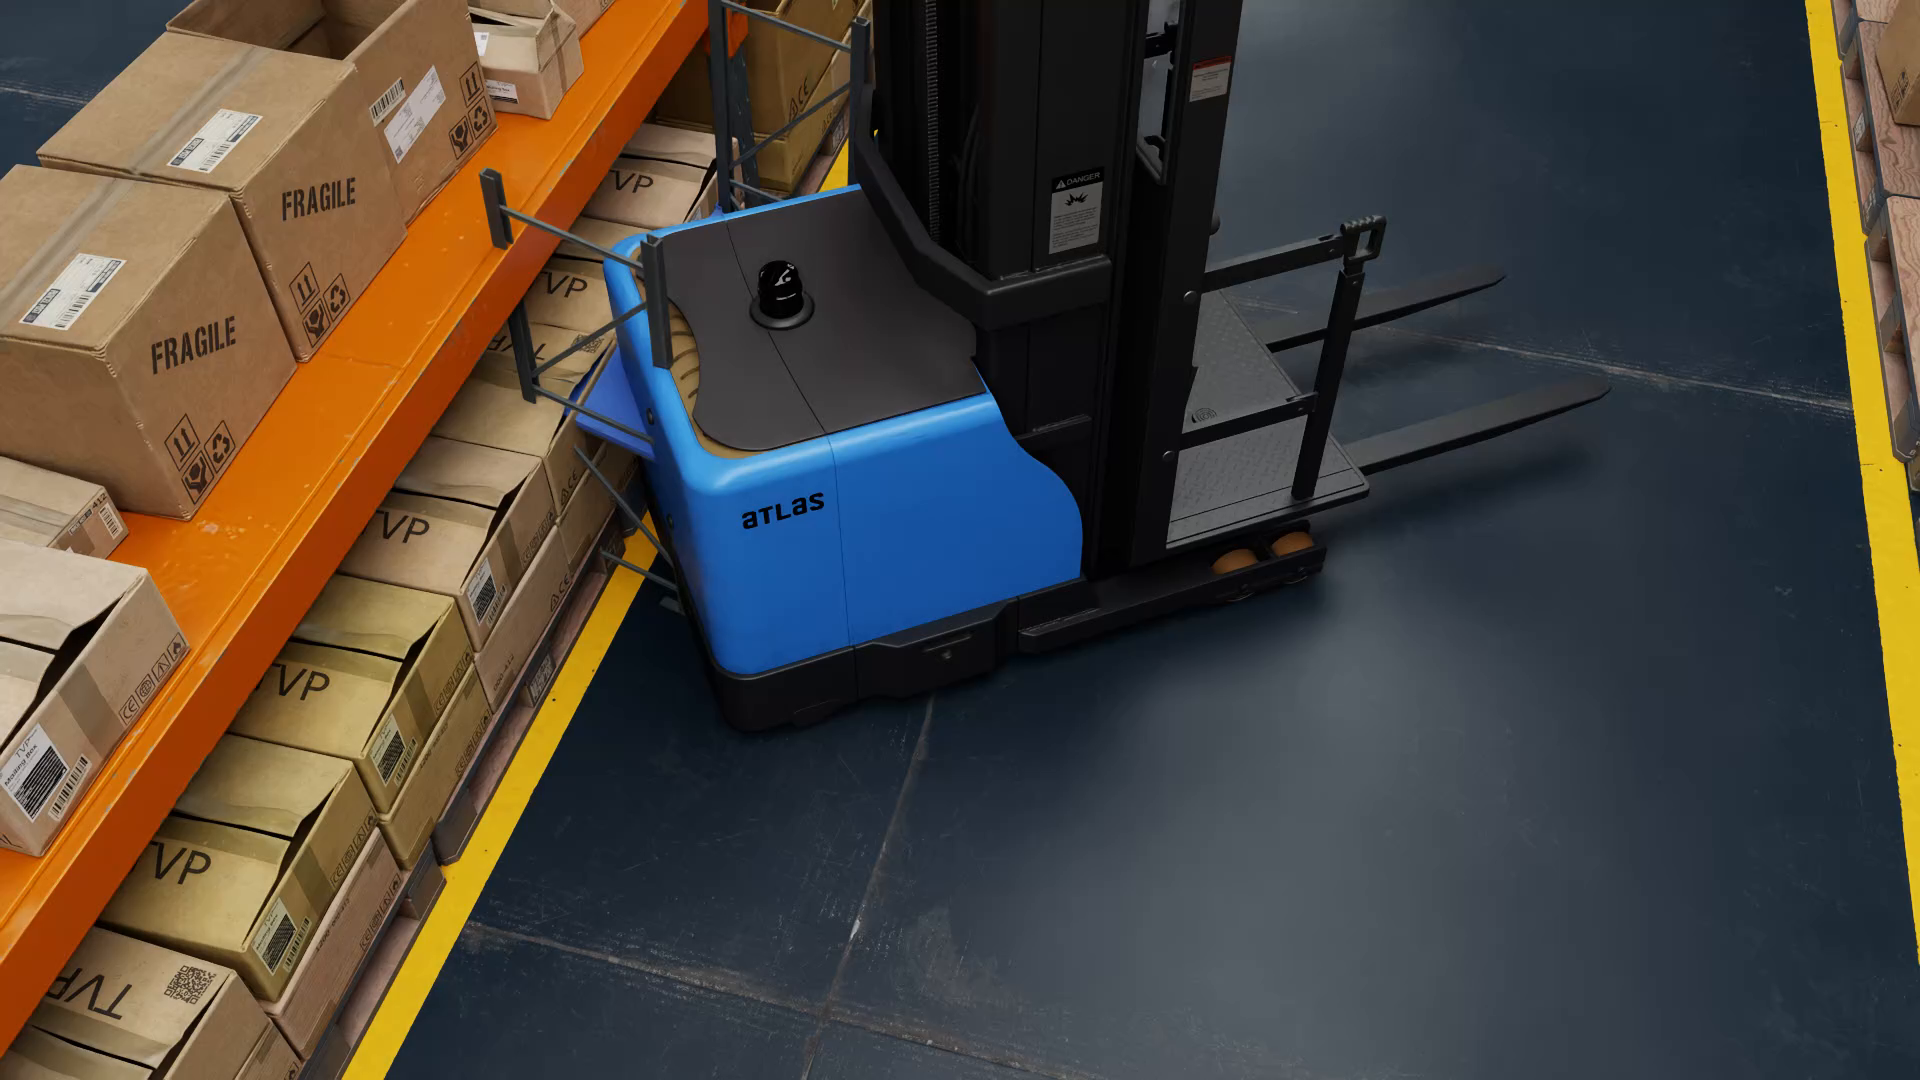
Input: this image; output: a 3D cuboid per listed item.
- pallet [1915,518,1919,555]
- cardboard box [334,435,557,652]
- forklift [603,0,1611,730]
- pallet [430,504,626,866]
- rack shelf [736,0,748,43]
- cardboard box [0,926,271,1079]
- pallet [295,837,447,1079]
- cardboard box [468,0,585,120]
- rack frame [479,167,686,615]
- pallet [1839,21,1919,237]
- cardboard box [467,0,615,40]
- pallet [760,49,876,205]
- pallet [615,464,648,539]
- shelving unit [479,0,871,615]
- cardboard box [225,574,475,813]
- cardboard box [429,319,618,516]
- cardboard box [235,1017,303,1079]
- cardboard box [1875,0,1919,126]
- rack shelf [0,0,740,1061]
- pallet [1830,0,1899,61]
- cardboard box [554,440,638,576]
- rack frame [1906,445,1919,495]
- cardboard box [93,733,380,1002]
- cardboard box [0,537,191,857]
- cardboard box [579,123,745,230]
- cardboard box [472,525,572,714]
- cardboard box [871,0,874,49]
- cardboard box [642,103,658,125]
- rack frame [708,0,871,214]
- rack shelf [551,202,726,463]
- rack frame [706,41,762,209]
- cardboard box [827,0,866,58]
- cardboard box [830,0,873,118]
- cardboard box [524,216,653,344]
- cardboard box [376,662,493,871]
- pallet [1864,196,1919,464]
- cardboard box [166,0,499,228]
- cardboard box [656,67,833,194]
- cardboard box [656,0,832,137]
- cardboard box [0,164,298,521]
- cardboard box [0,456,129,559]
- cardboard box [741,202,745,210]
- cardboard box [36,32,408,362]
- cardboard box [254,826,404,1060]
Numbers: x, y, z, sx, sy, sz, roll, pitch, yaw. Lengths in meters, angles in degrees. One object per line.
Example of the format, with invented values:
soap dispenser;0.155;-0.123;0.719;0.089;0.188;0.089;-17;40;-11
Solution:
pallet;3.371;0.394;4.761;1.003;0.211;1.213;12;50;10
cardboard box;-1.436;-0.031;4.456;0.500;0.311;0.500;11;49;10
forklift;0.581;-1.138;4.299;3.031;2.935;1.130;-16;51;-14
pallet;-1.681;0.282;4.860;1.003;0.211;1.213;12;50;10
rack shelf;-0.680;-3.275;6.620;1.077;0.370;4.000;12;50;10
cardboard box;-1.838;1.091;3.466;0.500;0.311;0.500;13;50;11
pallet;-2.004;1.162;4.084;1.003;0.211;1.213;12;50;10
cardboard box;-1.260;-1.350;4.530;0.396;0.266;0.258;10;49;9
rack frame;-0.979;-0.330;4.528;0.500;1.500;0.032;24;54;13
pallet;4.036;-1.547;6.475;1.003;0.211;1.213;12;50;10
cardboard box;-1.293;-1.652;4.808;0.500;0.250;0.500;14;50;12
pallet;-0.956;-1.711;6.619;1.003;0.211;1.213;12;50;10
pallet;-1.362;-0.603;5.642;1.003;0.211;1.213;12;50;10
shelving unit;-0.751;-0.678;4.821;0.538;1.500;1.048;24;54;13
cardboard box;-1.571;0.341;4.128;0.500;0.311;0.500;10;49;9
cardboard box;-1.300;-0.394;4.777;0.500;0.311;0.500;11;50;10
cardboard box;-1.838;1.277;3.676;0.500;0.250;0.500;11;50;10
cardboard box;3.967;-1.888;6.289;0.700;0.500;0.500;9;49;8
rack shelf;-1.732;-0.382;4.066;1.077;0.370;4.000;12;50;10
pallet;4.359;-2.427;7.251;1.003;0.211;1.213;12;50;10
cardboard box;-1.305;-0.203;4.982;0.500;0.250;0.500;13;50;11
rack frame;3.574;-1.092;4.213;1.000;3.000;0.127;12;50;10
cardboard box;-1.707;0.710;3.803;0.500;0.311;0.500;10;49;9
cardboard box;-1.836;0.247;3.090;0.500;0.311;0.500;11;49;10
cardboard box;-1.036;-1.132;5.428;0.500;0.311;0.500;12;50;10
cardboard box;-1.440;0.165;4.658;0.500;0.250;0.500;12;50;11
cardboard box;-0.518;-2.293;6.827;0.500;0.250;0.500;12;50;10
cardboard box;-1.295;-1.674;6.281;0.500;0.250;0.500;12;50;10
rack frame;-0.524;-1.025;5.113;0.500;1.500;0.032;24;54;13
rack shelf;-0.764;-0.567;4.962;0.538;0.185;1.000;24;54;13
rack frame;-1.206;-2.067;5.073;1.000;3.000;0.127;12;50;10
cardboard box;-0.658;-2.181;6.228;0.500;0.500;0.500;12;50;10
cardboard box;-0.655;-1.932;6.508;0.500;0.250;0.500;12;50;10
cardboard box;-1.167;-0.754;5.095;0.500;0.311;0.500;13;50;11
cardboard box;-1.575;0.536;4.330;0.500;0.250;0.500;10;49;9
pallet;3.717;-0.662;5.693;1.003;0.211;1.213;12;50;10
cardboard box;-1.562;-1.166;4.212;0.500;0.500;0.500;15;50;13
cardboard box;-0.791;-1.571;6.190;0.500;0.250;0.500;12;50;10
cardboard box;-0.782;-1.817;5.907;0.500;0.500;0.500;12;50;10
cardboard box;-1.833;-0.423;3.556;0.500;0.500;0.500;9;49;8
cardboard box;-1.977;-0.024;3.438;0.380;0.149;0.250;15;50;13
cardboard box;-1.035;-0.939;5.632;0.500;0.250;0.500;11;50;10
cardboard box;-1.694;-0.804;3.892;0.500;0.500;0.500;12;50;10
cardboard box;-1.706;0.913;3.997;0.500;0.250;0.500;10;49;9
